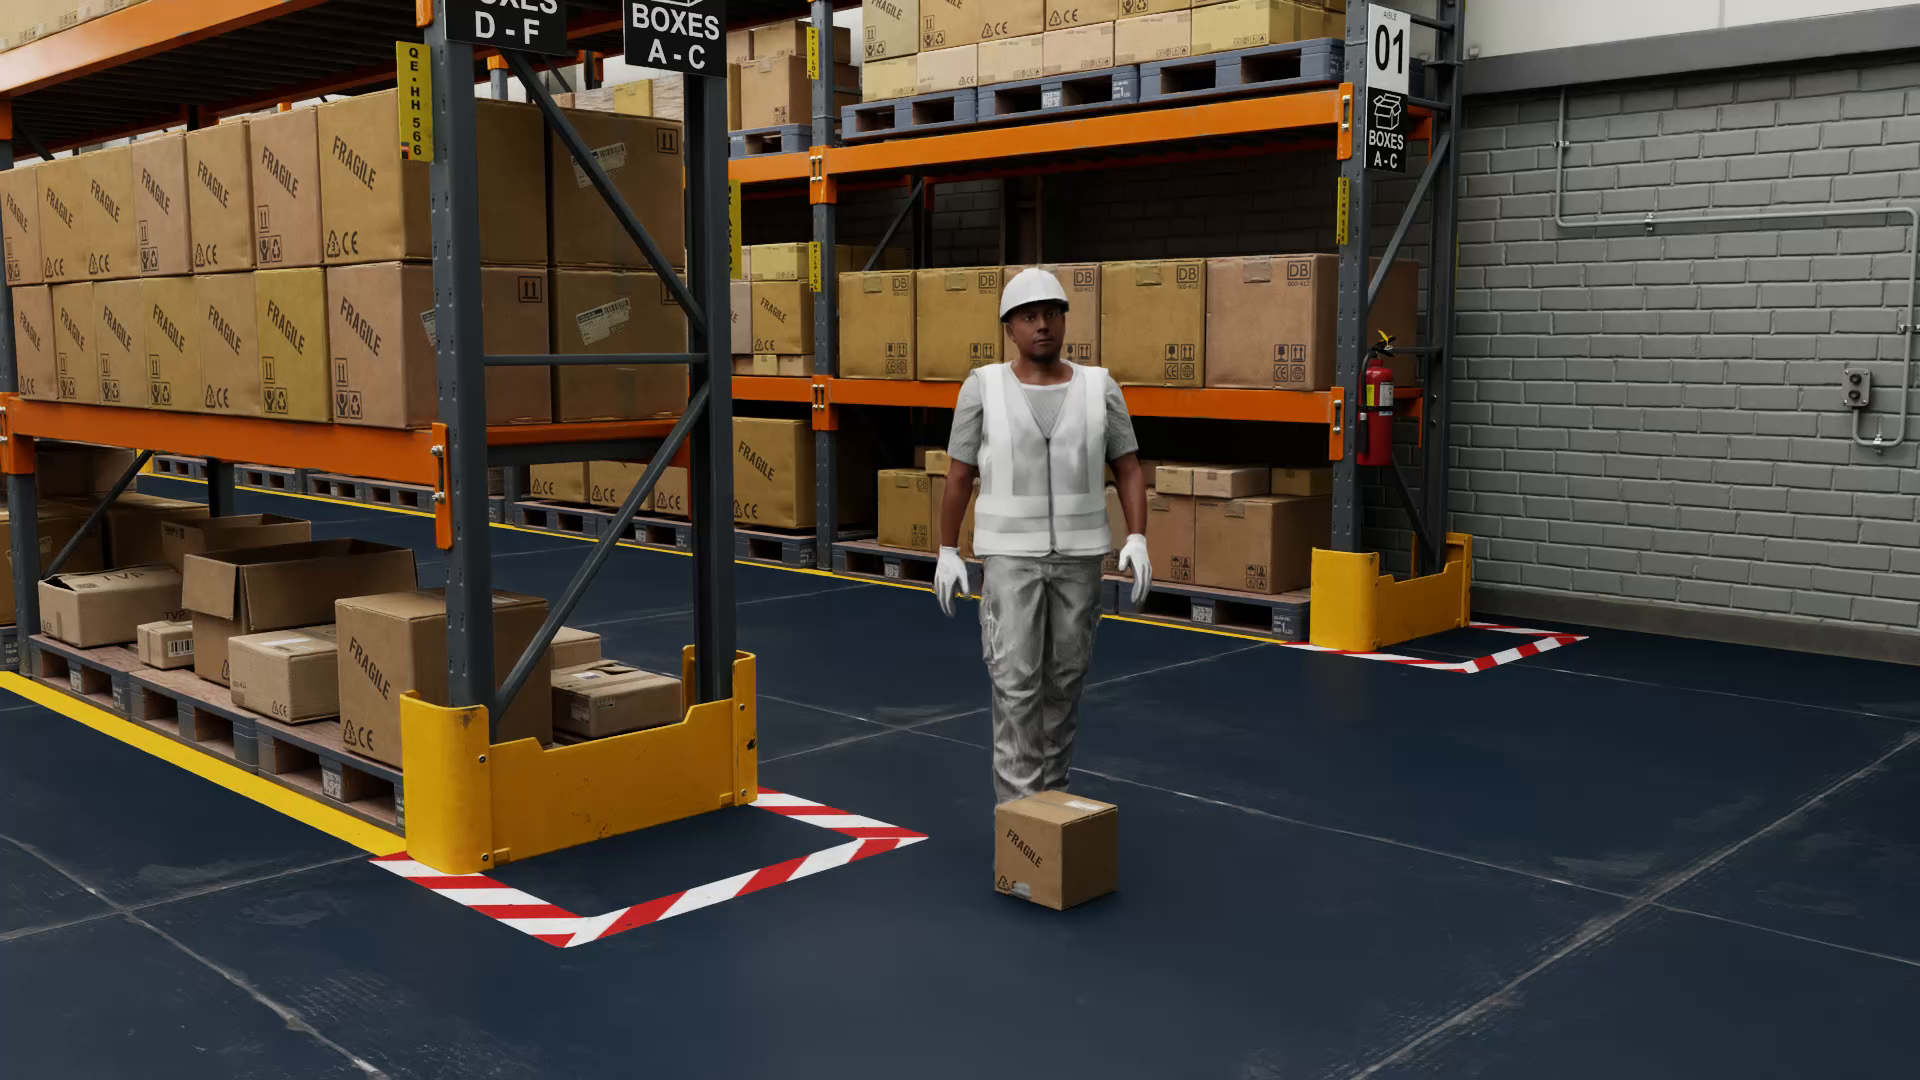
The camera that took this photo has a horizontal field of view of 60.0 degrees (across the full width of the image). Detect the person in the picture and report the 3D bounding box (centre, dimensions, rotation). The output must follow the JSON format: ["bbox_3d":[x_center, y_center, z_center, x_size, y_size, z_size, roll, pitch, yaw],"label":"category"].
[{"bbox_3d":[0.280,0.079,4.946,0.621,1.773,0.737,-1,7,-11],"label":"person"}]
